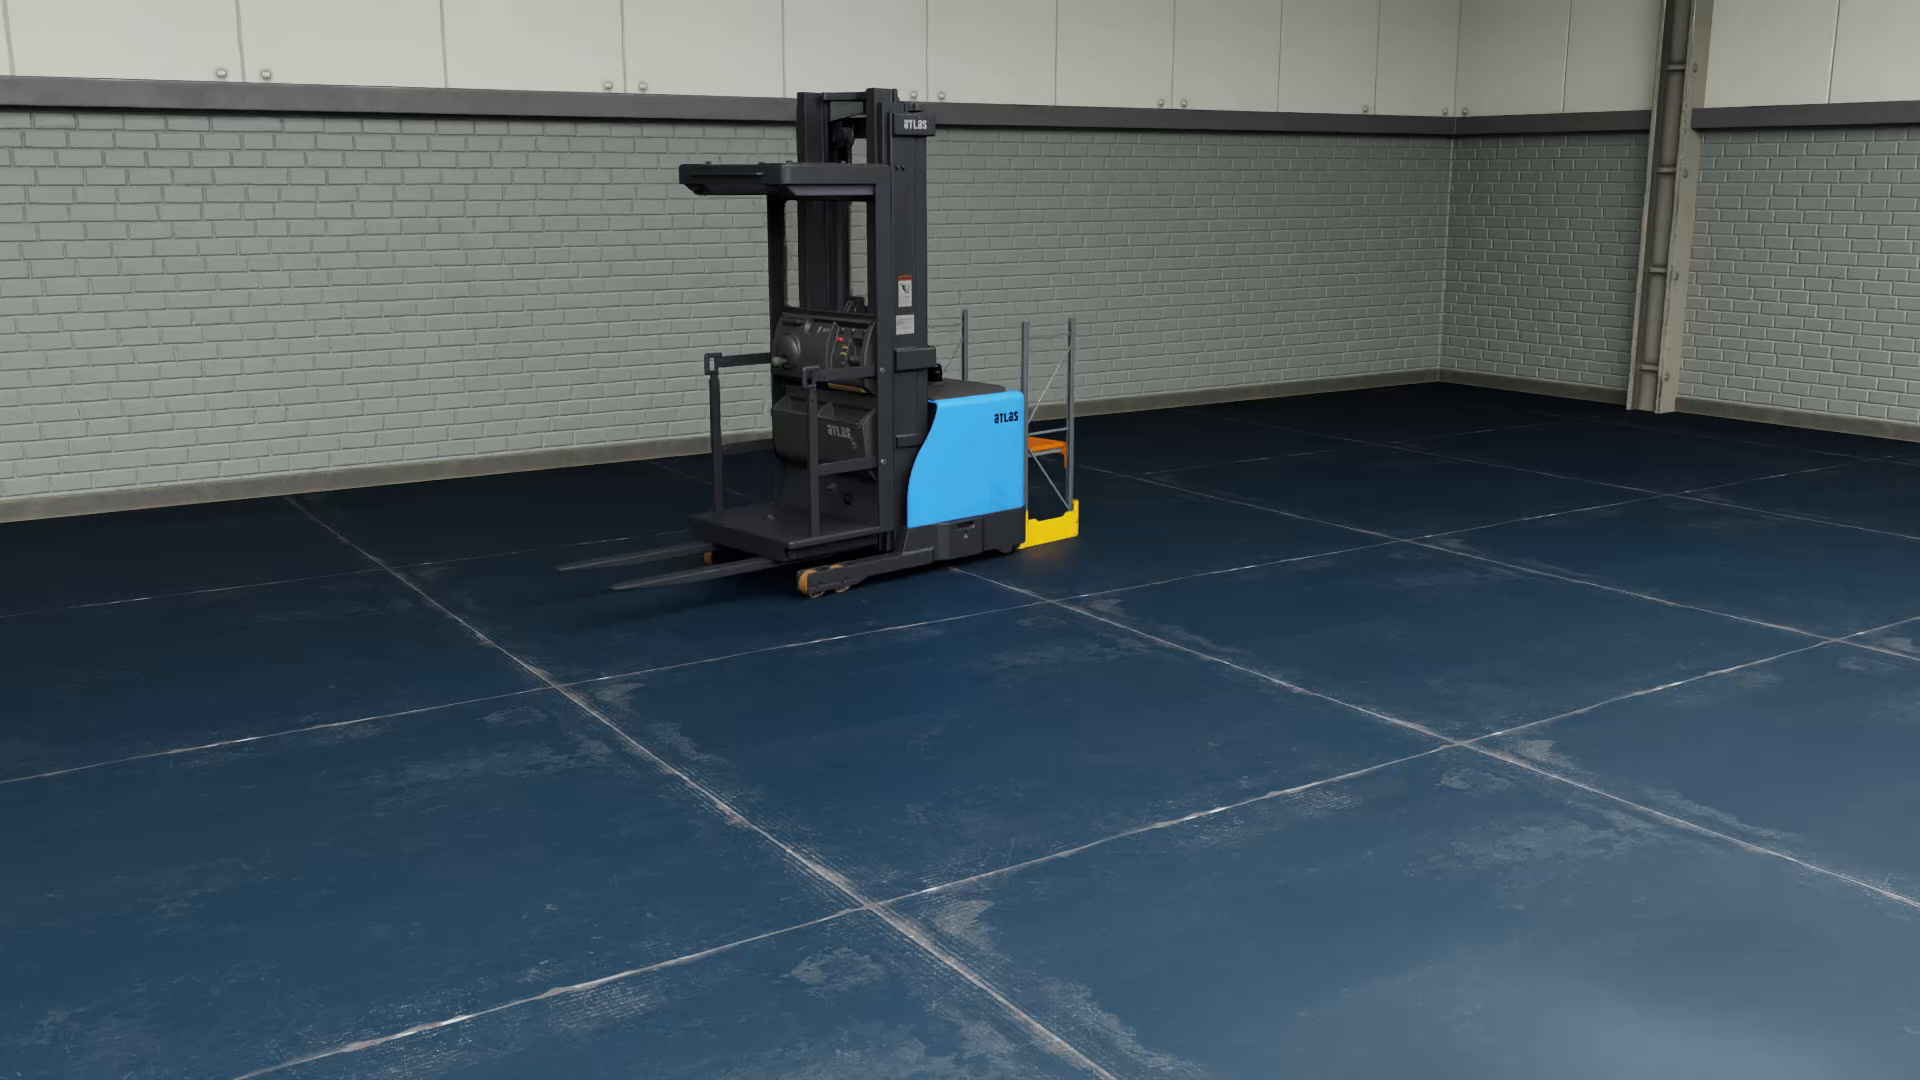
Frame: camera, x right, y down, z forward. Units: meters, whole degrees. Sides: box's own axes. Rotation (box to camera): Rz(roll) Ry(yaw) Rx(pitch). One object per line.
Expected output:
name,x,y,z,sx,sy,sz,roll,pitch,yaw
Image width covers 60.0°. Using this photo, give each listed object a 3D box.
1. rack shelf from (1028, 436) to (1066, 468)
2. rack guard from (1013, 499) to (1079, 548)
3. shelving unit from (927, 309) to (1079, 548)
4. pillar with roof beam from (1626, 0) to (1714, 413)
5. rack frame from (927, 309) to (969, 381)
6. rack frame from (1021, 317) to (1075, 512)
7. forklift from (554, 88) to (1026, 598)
rack shelf,0.230,-0.627,11.559,0.538,0.185,1.000,-12,17,-43
rack guard,0.587,-0.115,11.301,0.587,0.250,0.087,-12,17,-43
shelving unit,0.237,-0.801,11.514,0.587,1.500,1.083,-12,17,-43
pillar with roof beam,3.757,-5.267,14.382,9.100,9.000,0.400,-8,15,-33
rack frame,-0.127,-0.880,11.873,0.500,1.500,0.032,-12,17,-43
rack frame,0.588,-0.725,11.167,0.500,1.500,0.032,-12,17,-43
forklift,-0.996,-1.217,10.067,3.031,2.935,1.130,-11,16,-41
